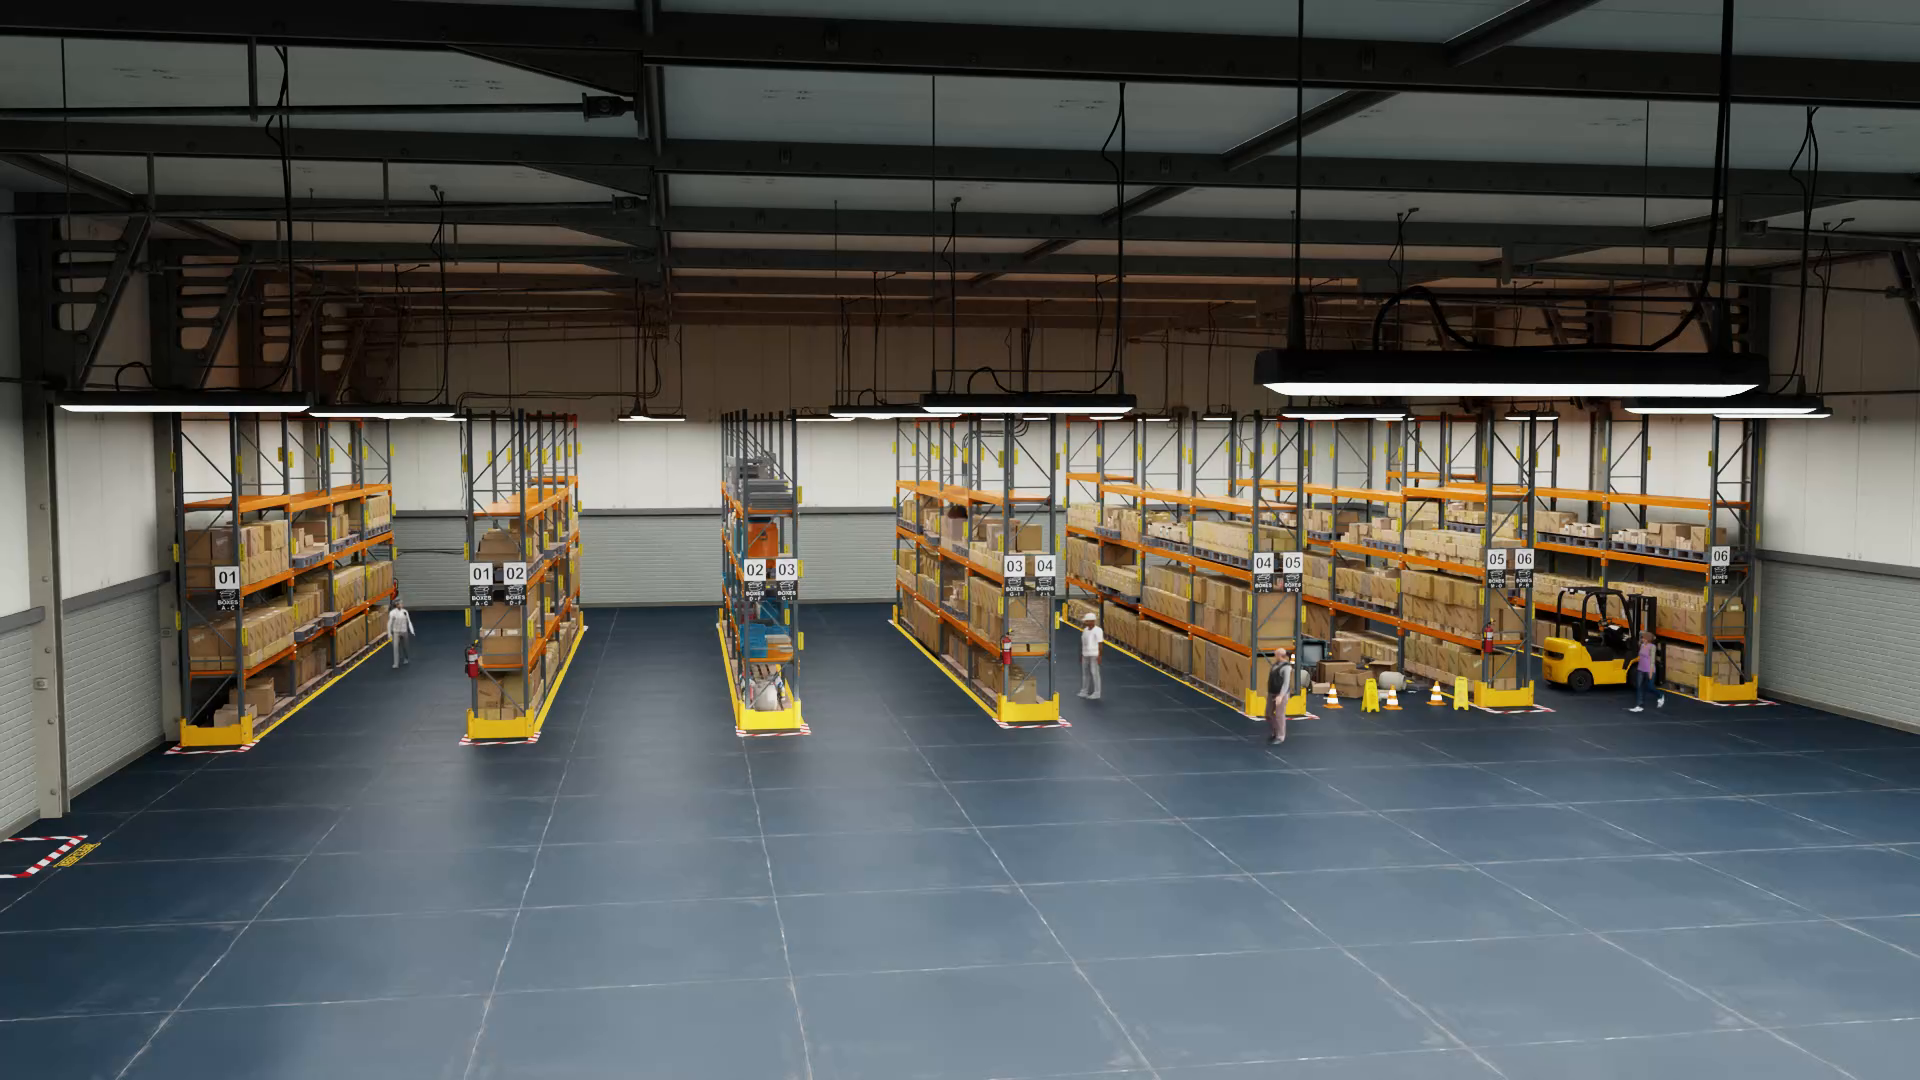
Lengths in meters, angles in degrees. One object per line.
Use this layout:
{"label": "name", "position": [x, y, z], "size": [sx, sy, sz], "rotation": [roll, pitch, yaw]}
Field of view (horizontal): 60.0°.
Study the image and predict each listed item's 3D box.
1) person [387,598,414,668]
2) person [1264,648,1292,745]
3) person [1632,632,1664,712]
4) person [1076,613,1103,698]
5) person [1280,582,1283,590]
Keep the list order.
{"label": "person", "position": [-13.152, 2.167, 39.129], "size": [0.613, 1.631, 0.996], "rotation": [-1, 4, -11]}
{"label": "person", "position": [5.663, 2.807, 29.799], "size": [0.447, 1.771, 0.625], "rotation": [-2, 4, -24]}
{"label": "person", "position": [13.699, 2.615, 33.071], "size": [0.711, 1.588, 0.388], "rotation": [-2, 5, -30]}
{"label": "person", "position": [2.689, 2.407, 34.722], "size": [0.443, 1.770, 0.630], "rotation": [-3, 5, -37]}
{"label": "person", "position": [8.111, 1.933, 41.675], "size": [0.400, 1.822, 0.643], "rotation": [0, 4, 7]}
